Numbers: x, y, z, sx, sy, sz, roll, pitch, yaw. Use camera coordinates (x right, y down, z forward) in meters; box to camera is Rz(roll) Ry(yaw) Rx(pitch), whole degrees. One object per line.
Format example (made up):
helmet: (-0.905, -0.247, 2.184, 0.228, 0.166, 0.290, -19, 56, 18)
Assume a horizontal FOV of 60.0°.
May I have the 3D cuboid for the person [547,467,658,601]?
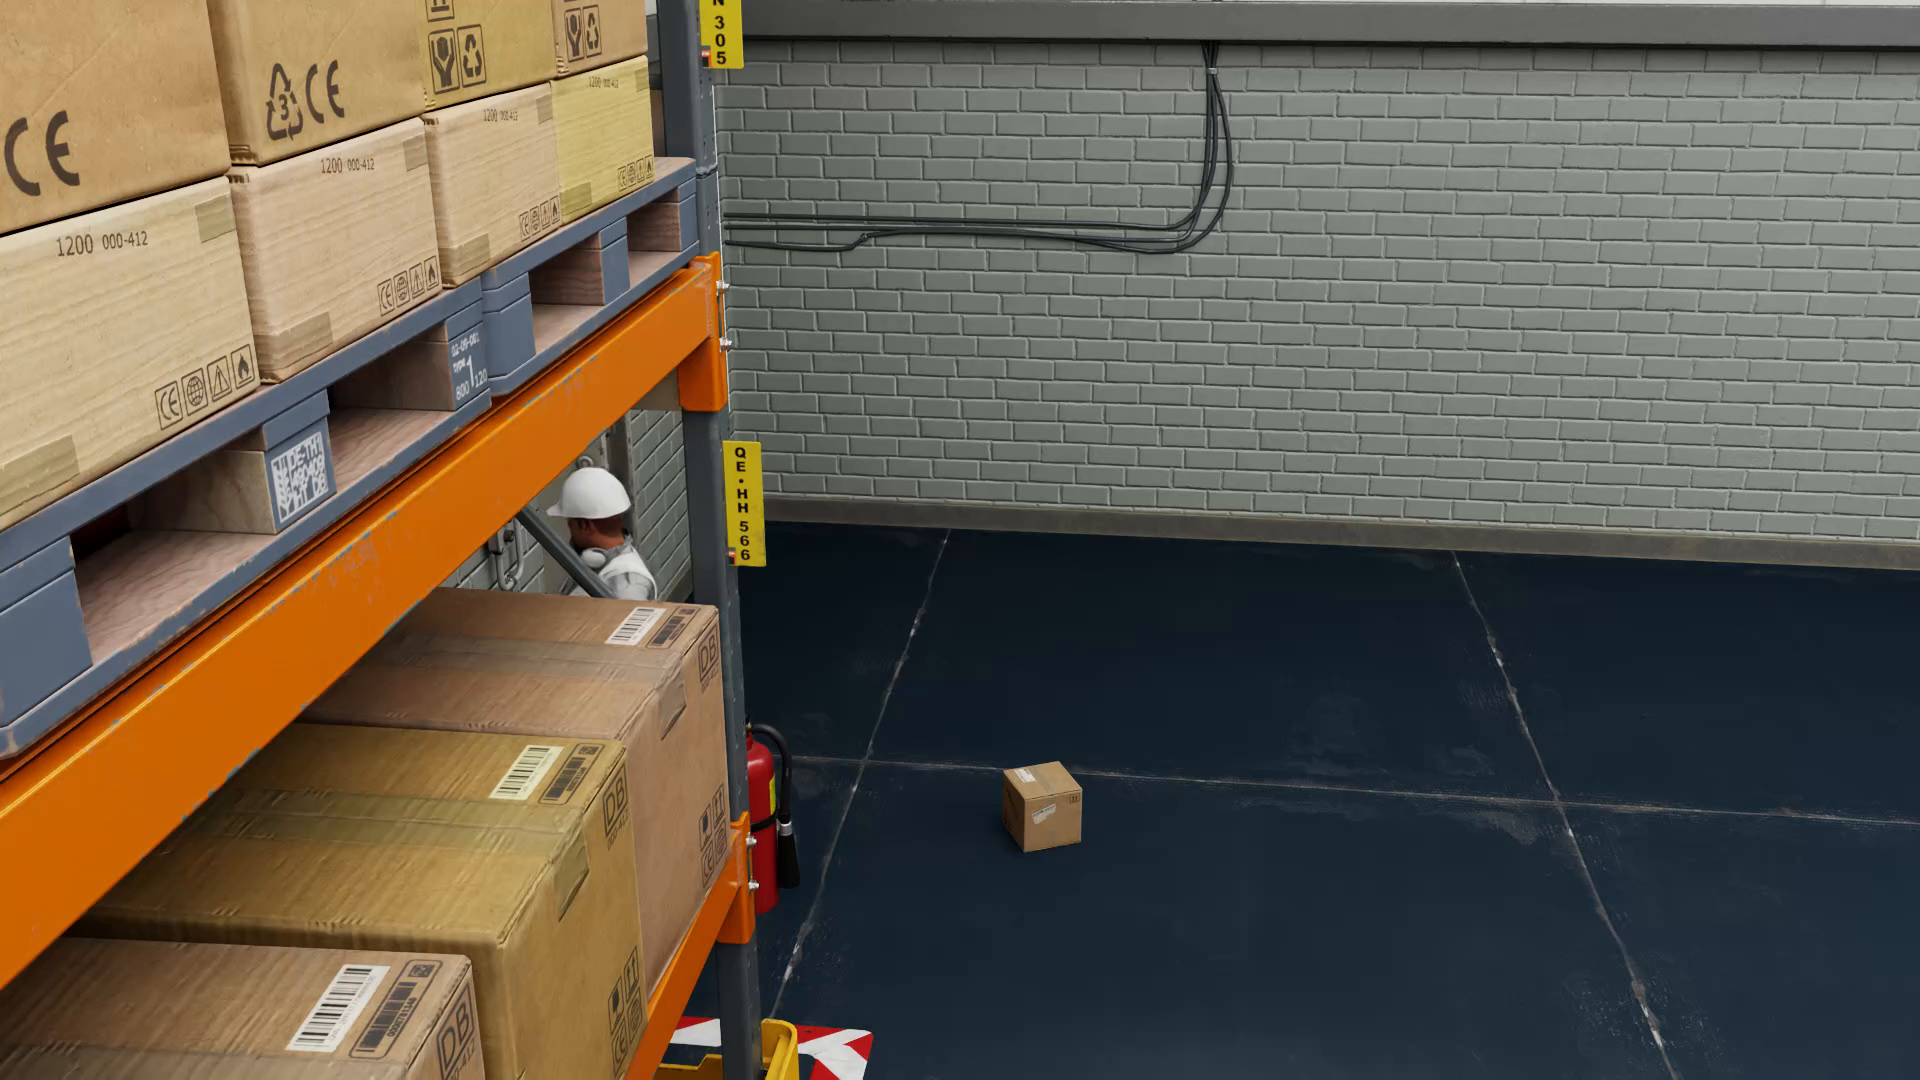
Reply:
person: (-1.257, 0.587, 5.994, 0.740, 1.755, 0.550, -11, 24, -26)
